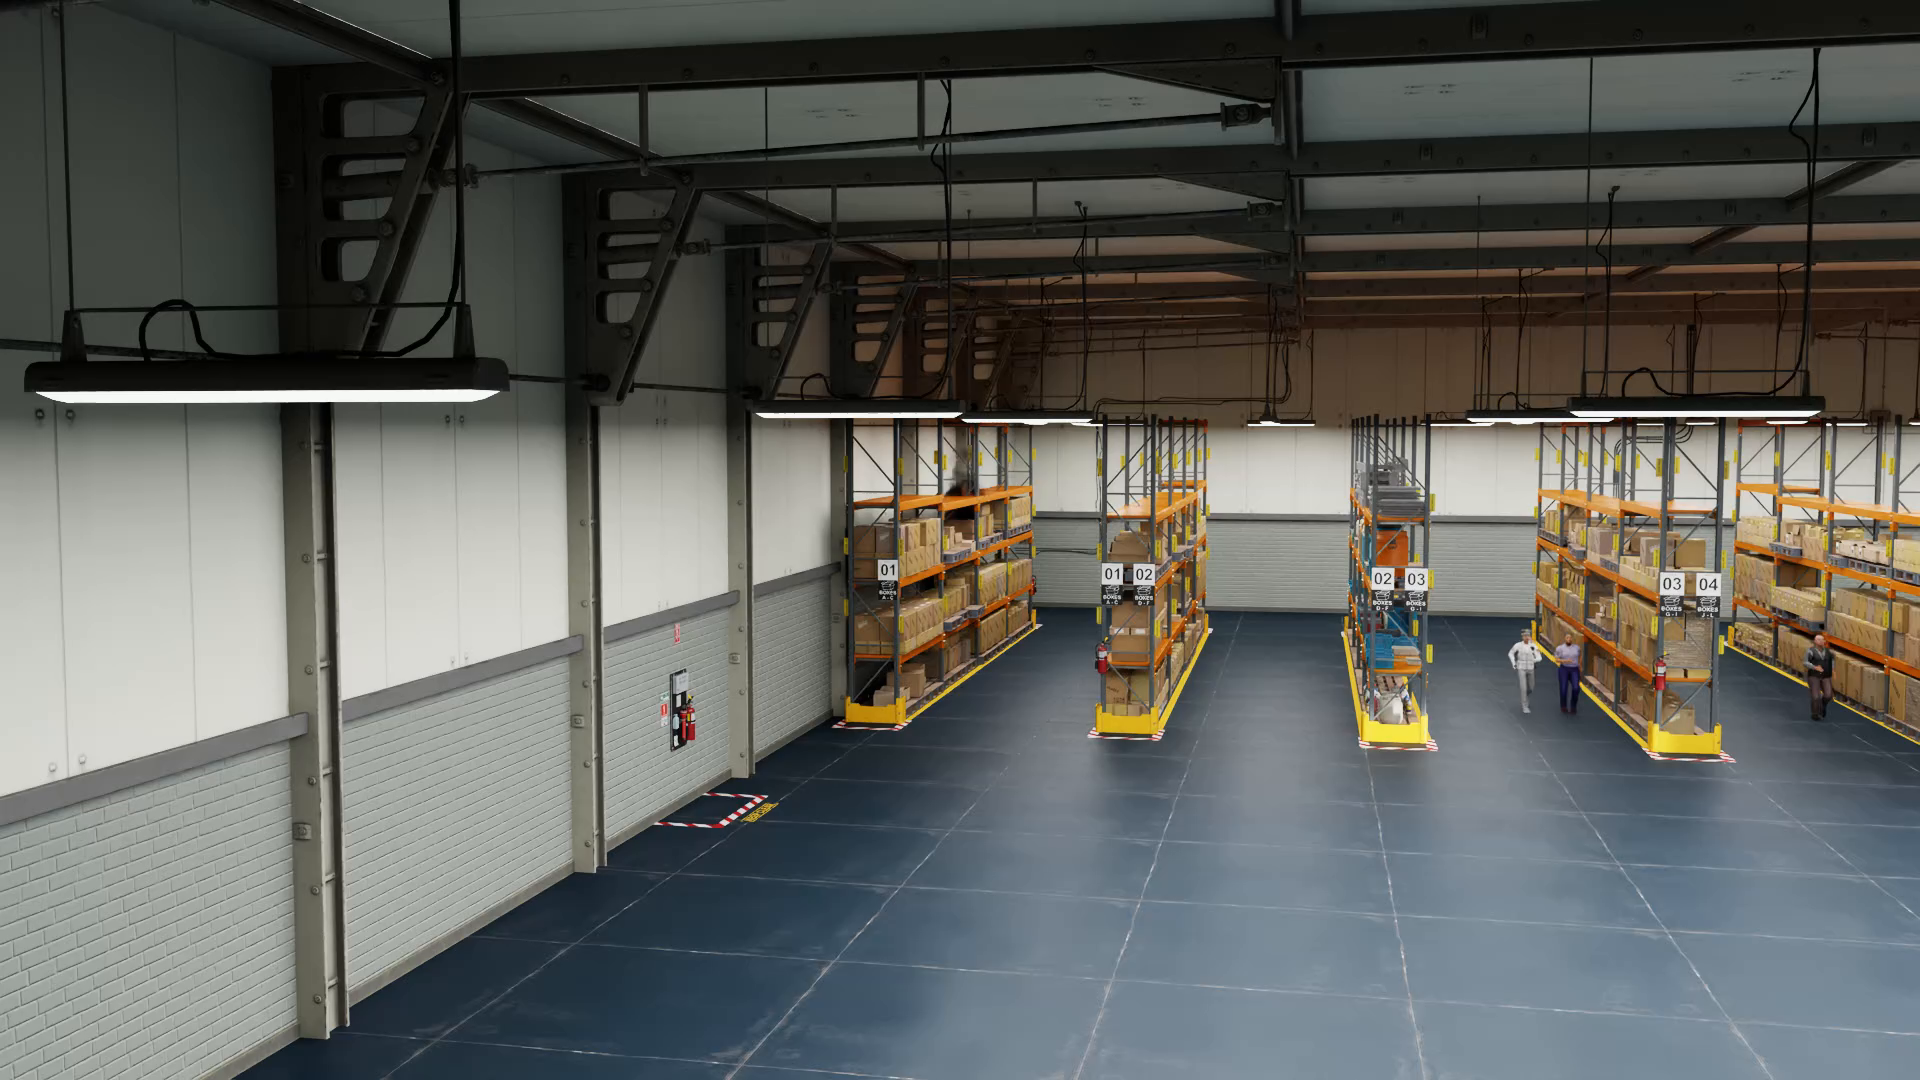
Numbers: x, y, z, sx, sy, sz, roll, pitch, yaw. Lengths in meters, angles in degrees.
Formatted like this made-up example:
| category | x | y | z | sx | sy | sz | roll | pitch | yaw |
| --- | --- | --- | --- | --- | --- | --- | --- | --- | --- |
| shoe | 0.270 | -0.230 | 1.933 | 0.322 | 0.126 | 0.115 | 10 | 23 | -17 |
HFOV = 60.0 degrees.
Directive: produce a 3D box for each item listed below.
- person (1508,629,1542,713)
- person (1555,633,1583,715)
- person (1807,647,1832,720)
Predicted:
| category | x | y | z | sx | sy | sz | roll | pitch | yaw |
| --- | --- | --- | --- | --- | --- | --- | --- | --- | --- |
| person | 5.701 | 1.627 | 37.532 | 13.003 | 3.168 | 7.040 | 0 | 4 | 7 |
| person | 16.784 | 2.886 | 30.867 | 10.357 | 1.675 | 4.192 | 1 | 4 | 10 |
| person | 16.859 | 2.820 | 32.608 | 0.446 | 1.450 | 0.546 | 1 | 4 | 12 |
